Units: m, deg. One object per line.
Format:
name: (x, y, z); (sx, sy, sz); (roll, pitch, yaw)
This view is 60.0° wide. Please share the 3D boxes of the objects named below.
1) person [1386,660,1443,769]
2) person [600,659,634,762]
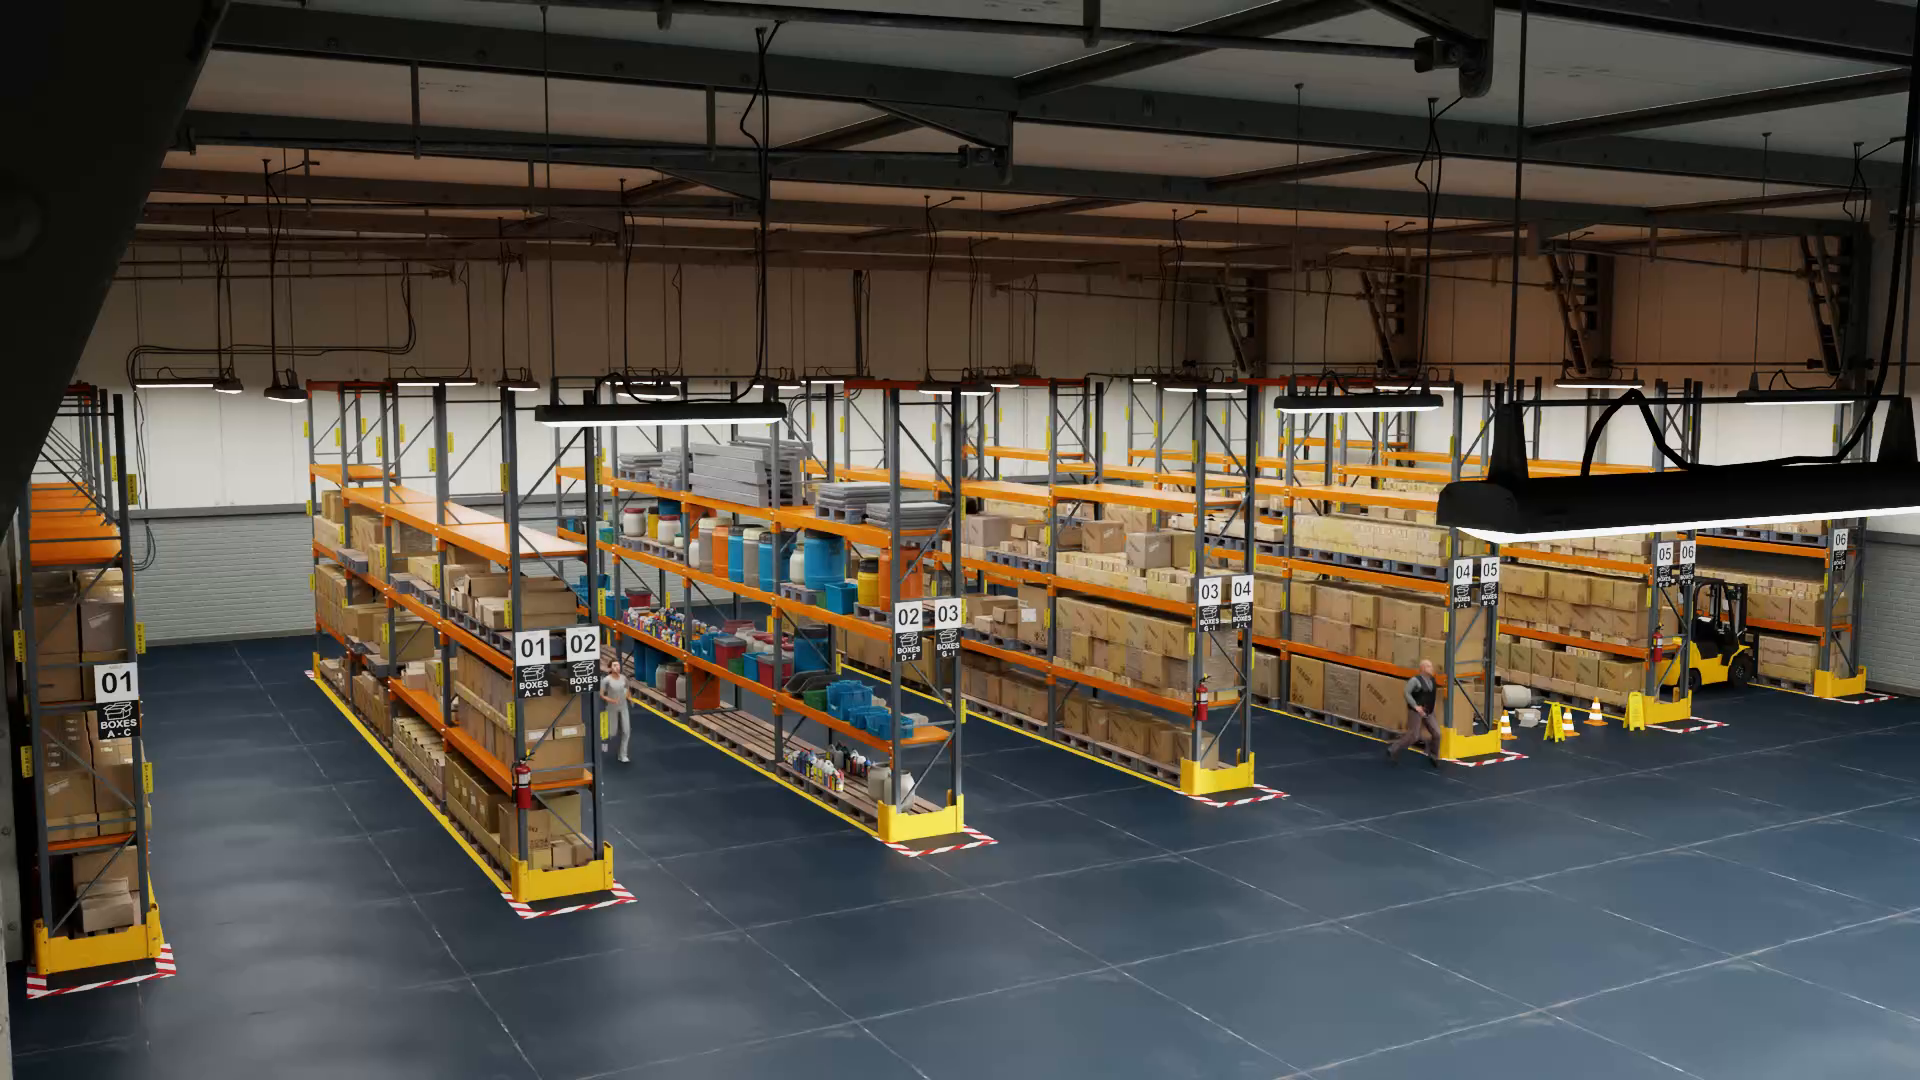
person: (7.215, 2.737, 26.138); (0.879, 1.721, 0.715); (-5, 8, -37)
person: (-5.488, 2.698, 26.553); (0.573, 1.628, 0.758); (-5, 8, -37)
